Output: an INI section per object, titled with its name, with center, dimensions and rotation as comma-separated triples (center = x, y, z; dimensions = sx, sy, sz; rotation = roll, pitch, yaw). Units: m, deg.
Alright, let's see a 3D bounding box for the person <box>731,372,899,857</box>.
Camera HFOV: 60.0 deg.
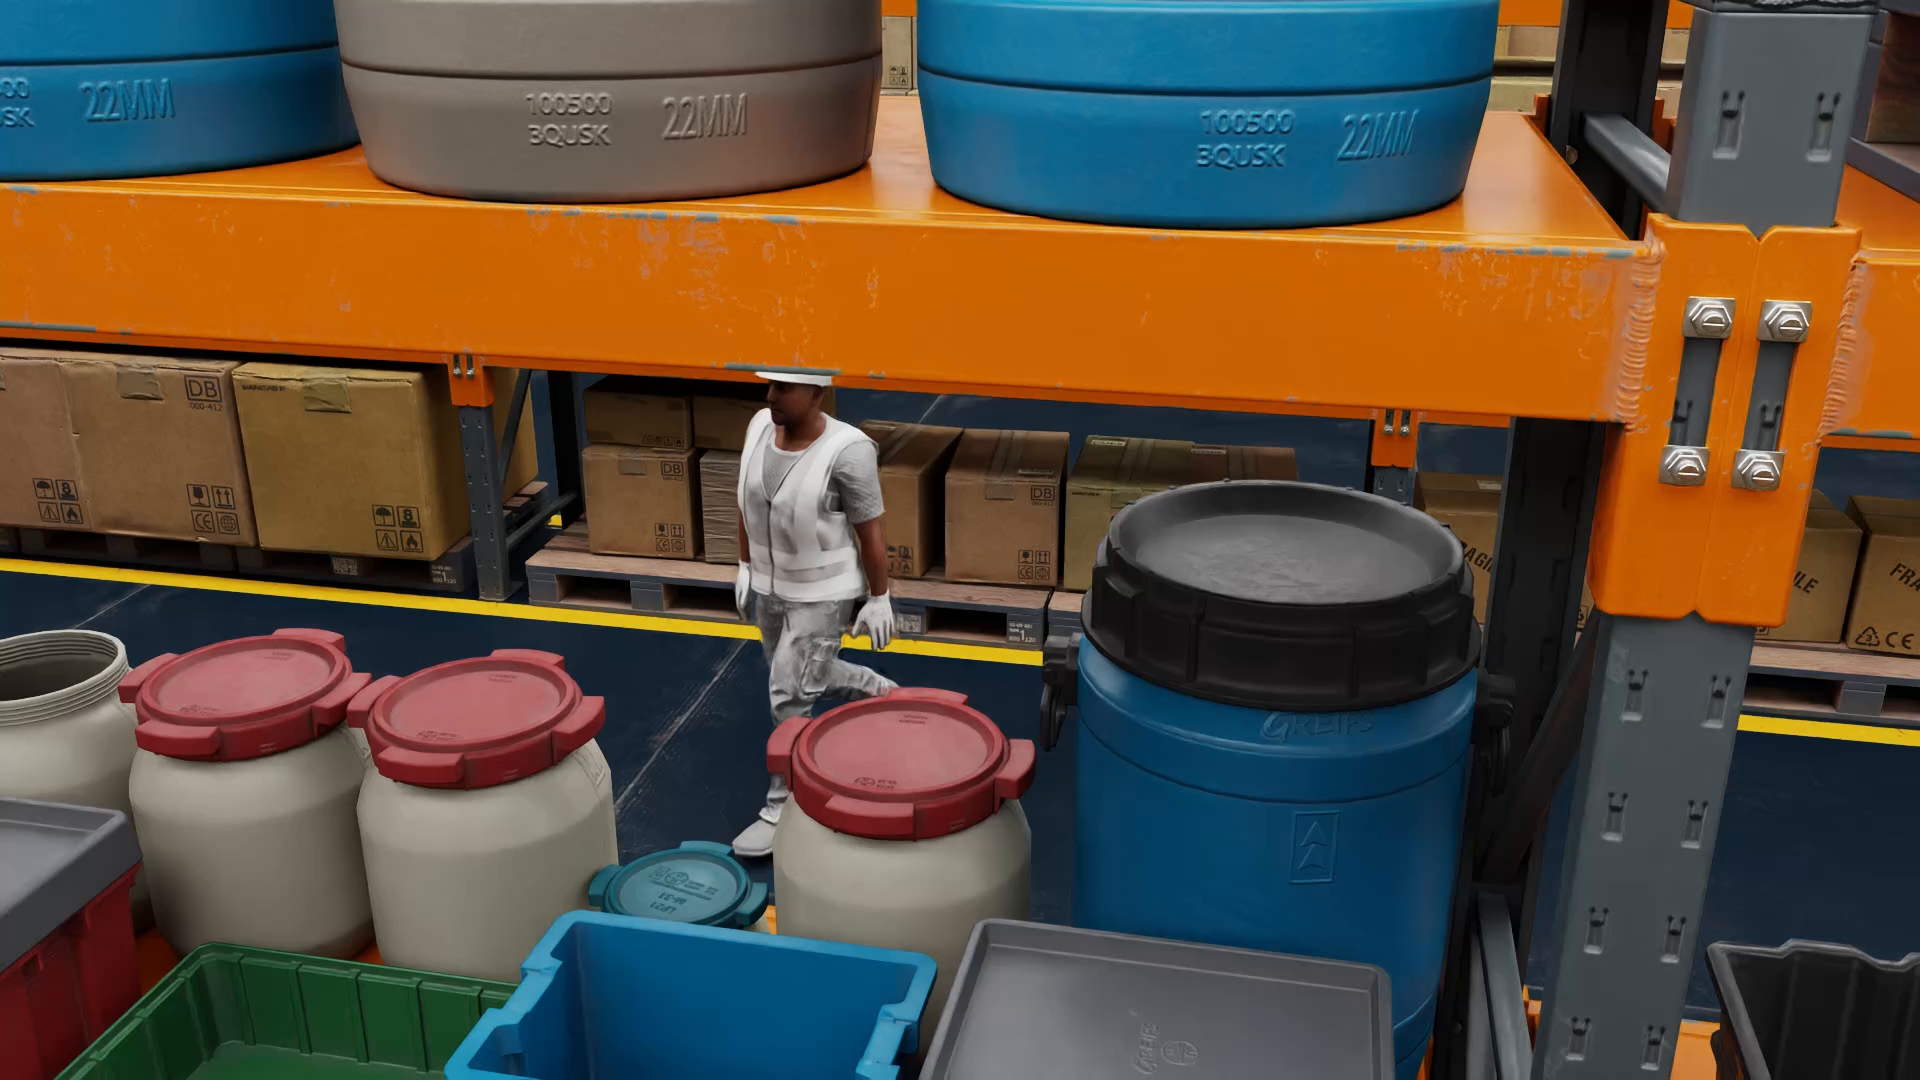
[person]
center = -0.498, 0.143, 5.698
dimensions = 0.591, 1.752, 0.958
rotation = 18, 28, 39
